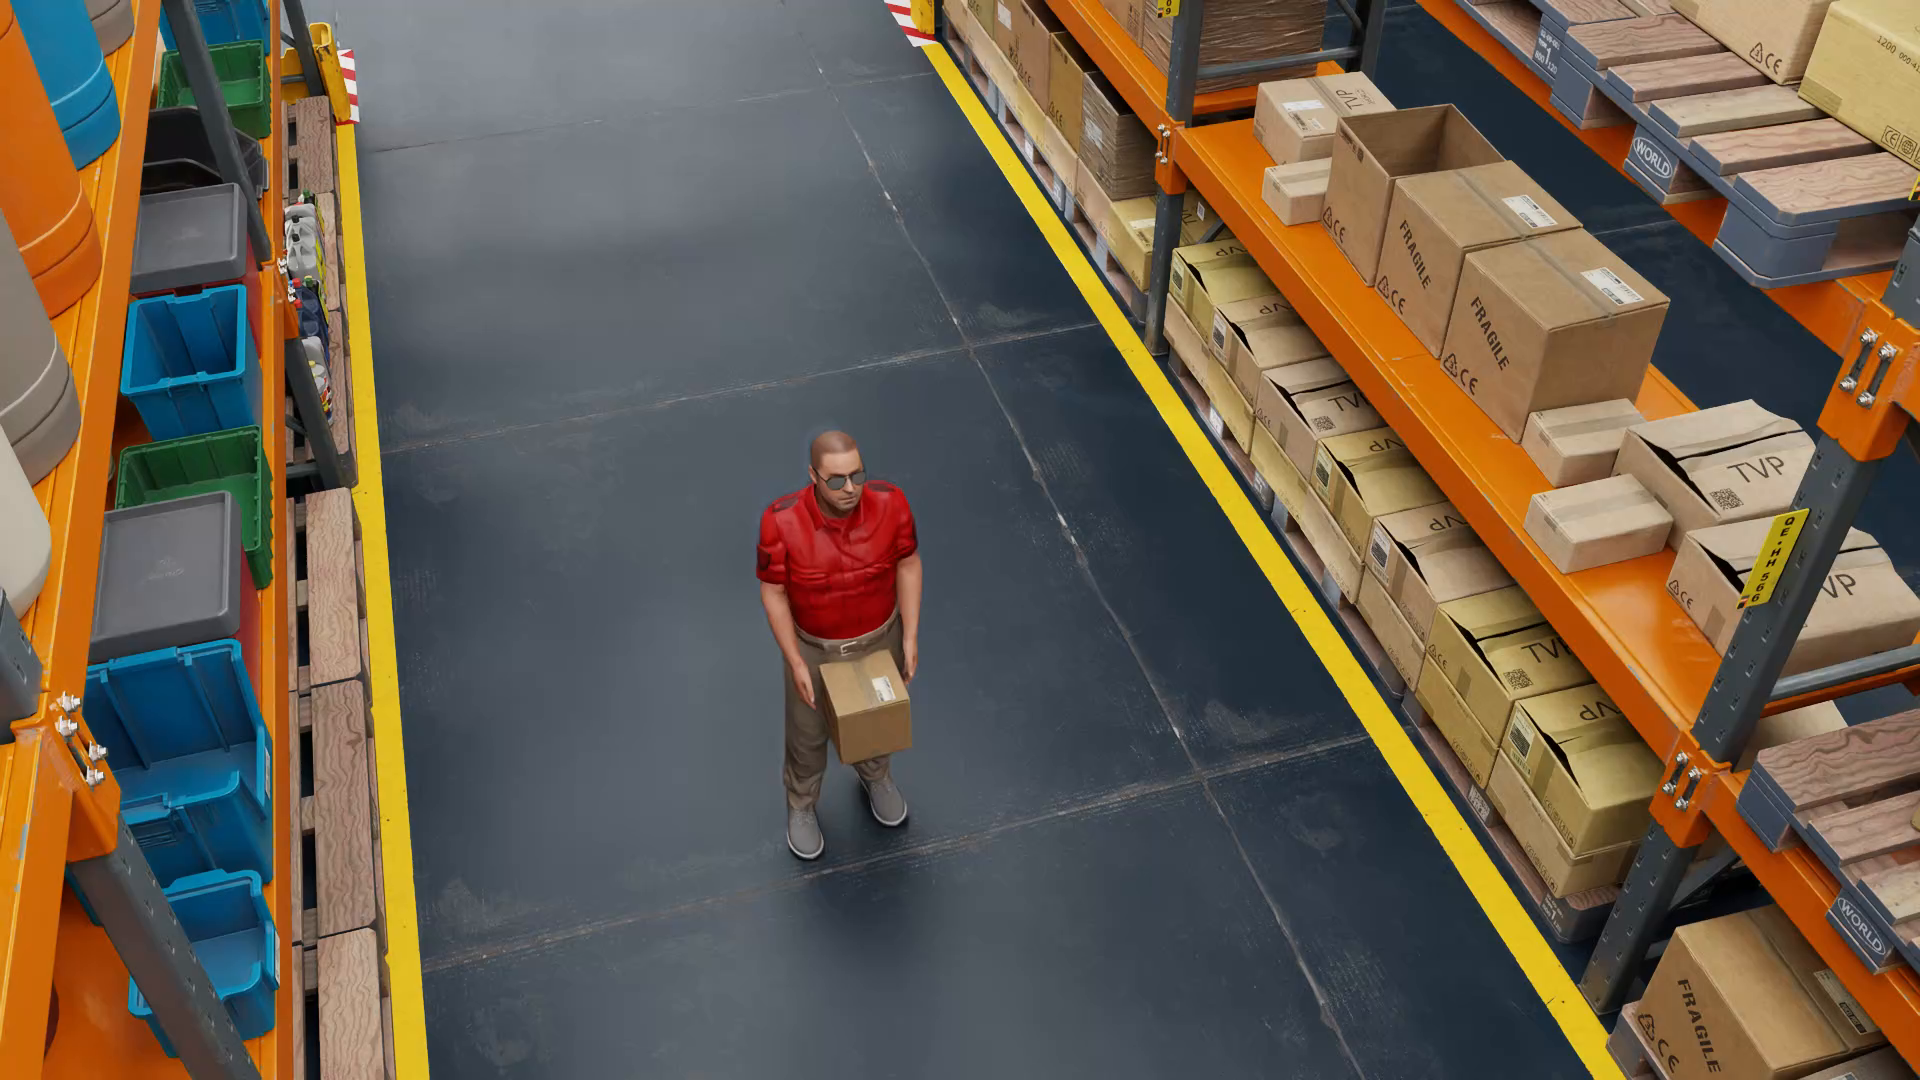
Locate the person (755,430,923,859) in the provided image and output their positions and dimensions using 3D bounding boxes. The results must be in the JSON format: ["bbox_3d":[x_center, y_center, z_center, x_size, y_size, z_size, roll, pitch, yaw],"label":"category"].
[{"bbox_3d":[-0.392,0.371,5.755,0.583,1.729,0.423,-12,43,-13],"label":"person"}]
